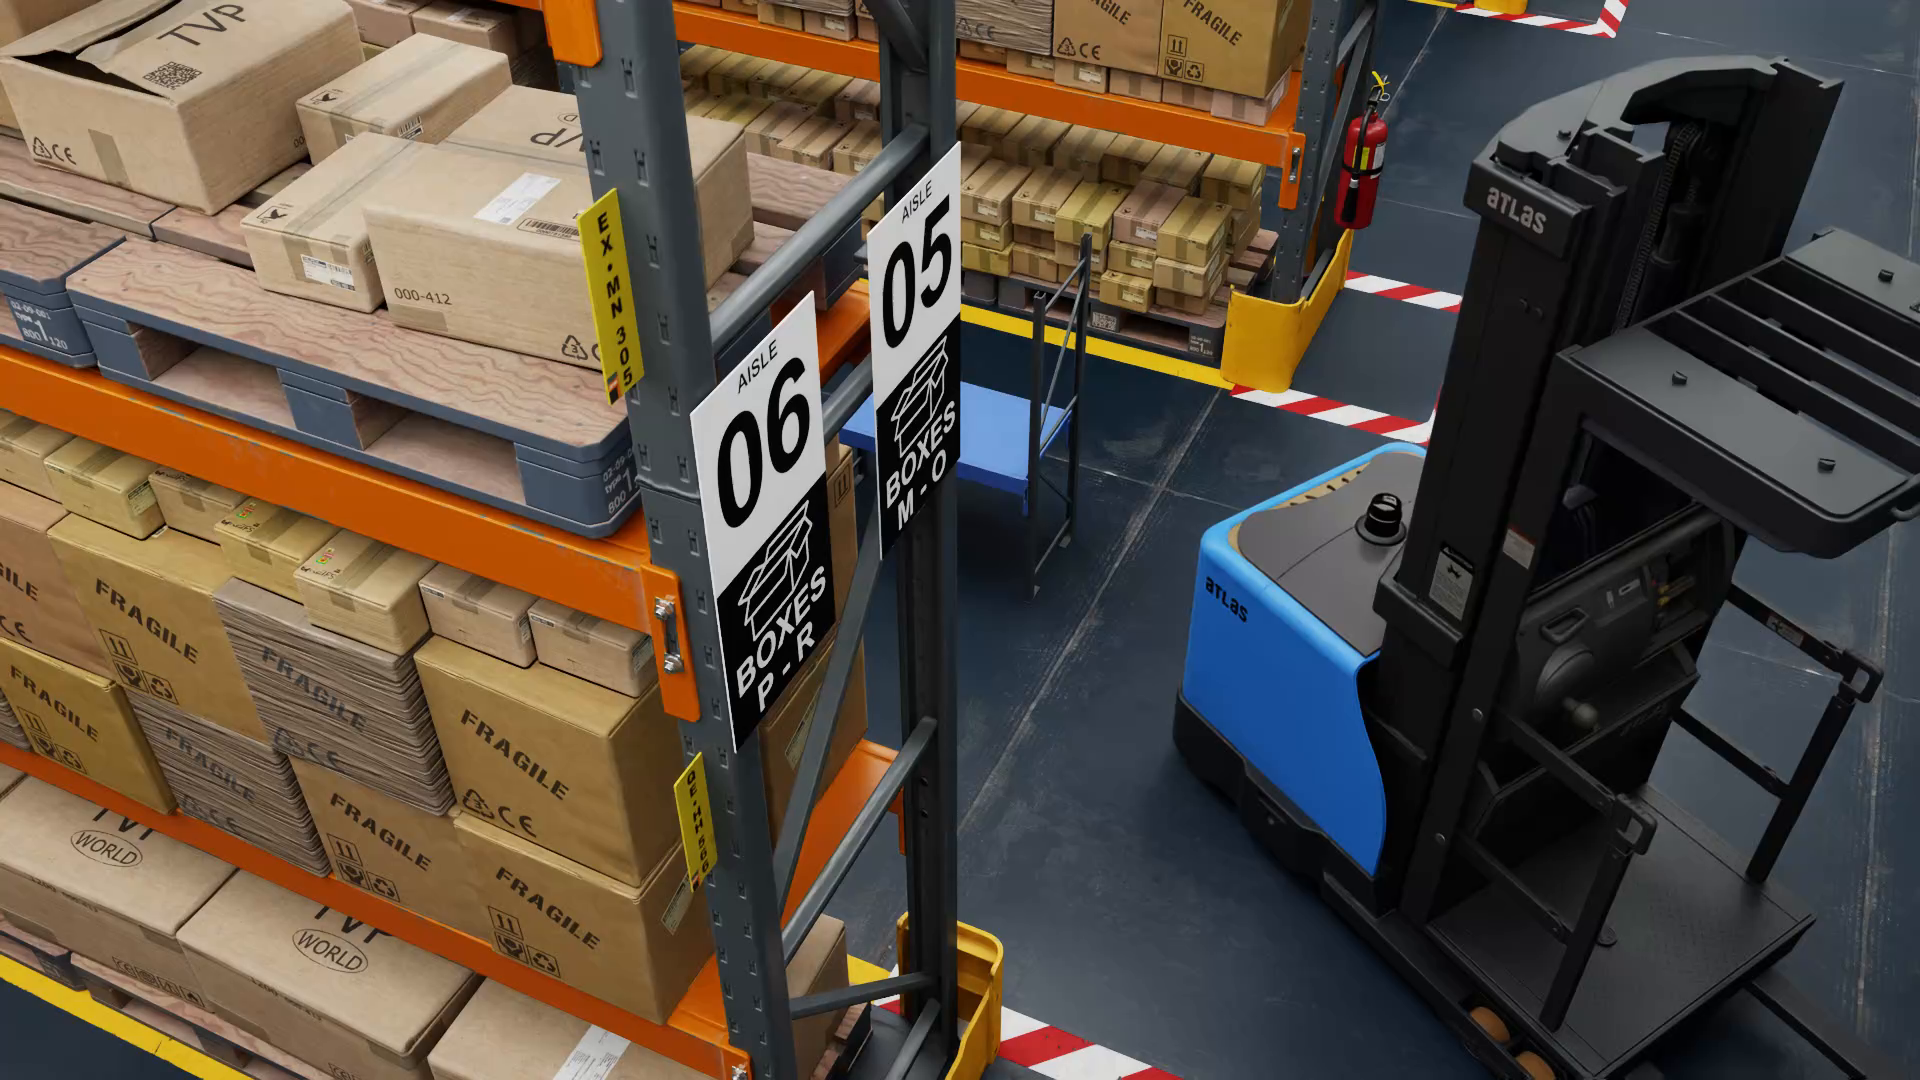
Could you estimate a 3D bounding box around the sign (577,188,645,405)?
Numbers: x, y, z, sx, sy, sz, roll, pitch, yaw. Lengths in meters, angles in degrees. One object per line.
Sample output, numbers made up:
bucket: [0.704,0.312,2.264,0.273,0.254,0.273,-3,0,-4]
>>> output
sign: [-0.514,-0.357,2.466,0.005,0.325,0.100,17,44,19]

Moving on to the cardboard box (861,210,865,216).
cardboard box: [-0.514,-1.877,8.755,0.250,0.149,0.380,17,44,18]

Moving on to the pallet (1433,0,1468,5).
pallet: [3.161,-4.240,11.981,1.213,0.211,1.003,17,44,19]

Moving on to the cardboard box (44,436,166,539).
cardboard box: [-1.861,-0.199,3.855,0.250,0.149,0.380,18,44,20]

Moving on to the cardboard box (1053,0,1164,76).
cardboard box: [0.749,-2.471,7.507,0.500,0.500,0.500,16,44,18]

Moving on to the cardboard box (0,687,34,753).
cardboard box: [-2.680,0.186,4.669,0.500,0.500,0.500,17,44,19]

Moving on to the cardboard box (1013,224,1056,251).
cardboard box: [0.459,-1.652,8.495,0.250,0.149,0.380,16,44,18]

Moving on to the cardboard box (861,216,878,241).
cardboard box: [-0.508,-1.765,8.853,0.250,0.149,0.380,16,43,17]

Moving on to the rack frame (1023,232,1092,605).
rack frame: [0.383,-0.450,6.624,0.032,1.500,0.500,17,44,19]

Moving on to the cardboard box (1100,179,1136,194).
cardboard box: [0.880,-1.819,8.687,0.250,0.149,0.380,18,44,19]

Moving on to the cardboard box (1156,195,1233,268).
cardboard box: [1.143,-1.506,8.099,0.250,0.149,0.380,17,44,19]

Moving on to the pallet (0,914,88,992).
pallet: [-3.240,0.966,5.974,1.213,0.211,1.003,17,44,19]

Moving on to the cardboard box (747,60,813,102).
cardboard box: [-0.986,-2.561,9.316,0.250,0.149,0.380,17,44,18]

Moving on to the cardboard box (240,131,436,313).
cardboard box: [-1.131,-0.612,3.170,0.250,0.149,0.380,14,43,15]

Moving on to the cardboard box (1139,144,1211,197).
cardboard box: [1.098,-1.861,8.509,0.250,0.149,0.380,18,44,19]

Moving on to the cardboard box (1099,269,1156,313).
cardboard box: [0.889,-1.318,8.336,0.250,0.149,0.380,18,44,20]

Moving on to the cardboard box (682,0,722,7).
cardboard box: [-1.247,-2.873,8.466,0.250,0.149,0.380,15,43,17]

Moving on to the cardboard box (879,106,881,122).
cardboard box: [-0.250,-2.355,9.079,0.250,0.149,0.380,16,43,17]

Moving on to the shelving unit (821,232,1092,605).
shelving unit: [-0.077,-0.590,6.786,1.048,1.500,0.538,17,44,19]

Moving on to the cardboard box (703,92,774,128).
cardboard box: [-1.196,-2.246,8.953,0.250,0.149,0.380,16,44,18]

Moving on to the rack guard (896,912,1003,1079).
rack guard: [-0.250,1.714,4.891,0.348,0.500,1.175,17,44,19]

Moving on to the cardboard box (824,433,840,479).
cardboard box: [-0.476,-0.160,3.810,0.250,0.149,0.380,18,44,20]

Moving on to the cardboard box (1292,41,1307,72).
cardboard box: [1.575,-2.392,7.912,0.250,0.149,0.380,17,44,18]

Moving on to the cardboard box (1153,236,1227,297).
cardboard box: [1.131,-1.374,8.174,0.250,0.149,0.380,16,43,18]

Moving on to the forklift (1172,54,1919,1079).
forklift: [2.039,0.301,4.665,1.130,2.935,3.031,-24,46,-25]

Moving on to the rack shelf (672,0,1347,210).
rack shelf: [-0.083,-2.485,8.376,4.000,0.370,1.077,17,44,19]

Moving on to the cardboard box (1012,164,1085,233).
cardboard box: [0.443,-1.715,8.340,0.250,0.149,0.380,15,43,17]

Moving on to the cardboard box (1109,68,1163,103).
cardboard box: [0.872,-2.182,7.670,0.250,0.149,0.380,17,44,18]

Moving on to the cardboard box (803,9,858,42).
cardboard box: [-0.563,-2.607,8.160,0.250,0.149,0.380,19,44,20]

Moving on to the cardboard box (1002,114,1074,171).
cardboard box: [0.417,-2.109,8.795,0.250,0.149,0.380,19,44,20]

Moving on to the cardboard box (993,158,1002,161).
cardboard box: [0.149,-2.022,8.922,0.250,0.149,0.380,19,44,21]

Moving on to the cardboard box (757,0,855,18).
cardboard box: [-0.660,-2.881,7.980,0.500,0.500,0.500,16,43,18]

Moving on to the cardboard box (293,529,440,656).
cardboard box: [-1.191,0.044,3.574,0.250,0.149,0.380,17,44,18]

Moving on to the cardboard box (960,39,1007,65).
cardboard box: [0.185,-2.440,7.966,0.250,0.149,0.380,15,43,17]

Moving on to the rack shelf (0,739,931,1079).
rack shelf: [-2.084,0.481,4.954,4.000,0.370,1.077,17,44,19]

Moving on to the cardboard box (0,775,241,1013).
cardboard box: [-2.561,0.950,5.500,0.875,0.438,0.875,16,43,17]

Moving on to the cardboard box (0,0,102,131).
cardboard box: [-2.035,-1.252,3.641,0.500,0.500,0.500,18,44,19]

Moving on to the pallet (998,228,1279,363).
pallet: [0.940,-1.416,8.723,1.213,0.211,1.003,17,44,19]

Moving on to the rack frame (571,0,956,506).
rack frame: [-0.272,-1.504,2.115,0.127,3.000,1.000,17,44,19]

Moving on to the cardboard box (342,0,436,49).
cardboard box: [-3.137,-3.015,9.453,0.500,0.250,0.500,19,44,21]

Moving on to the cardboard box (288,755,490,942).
cardboard box: [-1.269,0.601,4.190,0.500,0.500,0.500,16,43,18]

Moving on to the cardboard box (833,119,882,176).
cardboard box: [-0.472,-2.042,8.718,0.250,0.149,0.380,15,43,17]

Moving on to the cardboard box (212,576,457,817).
cardboard box: [-1.295,0.228,3.857,0.500,0.500,0.500,17,44,19]

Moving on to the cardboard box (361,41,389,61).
cardboard box: [-3.137,-2.723,9.689,0.500,0.500,0.500,16,43,18]

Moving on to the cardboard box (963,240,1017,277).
cardboard box: [0.199,-1.536,8.588,0.250,0.149,0.380,15,43,17]
